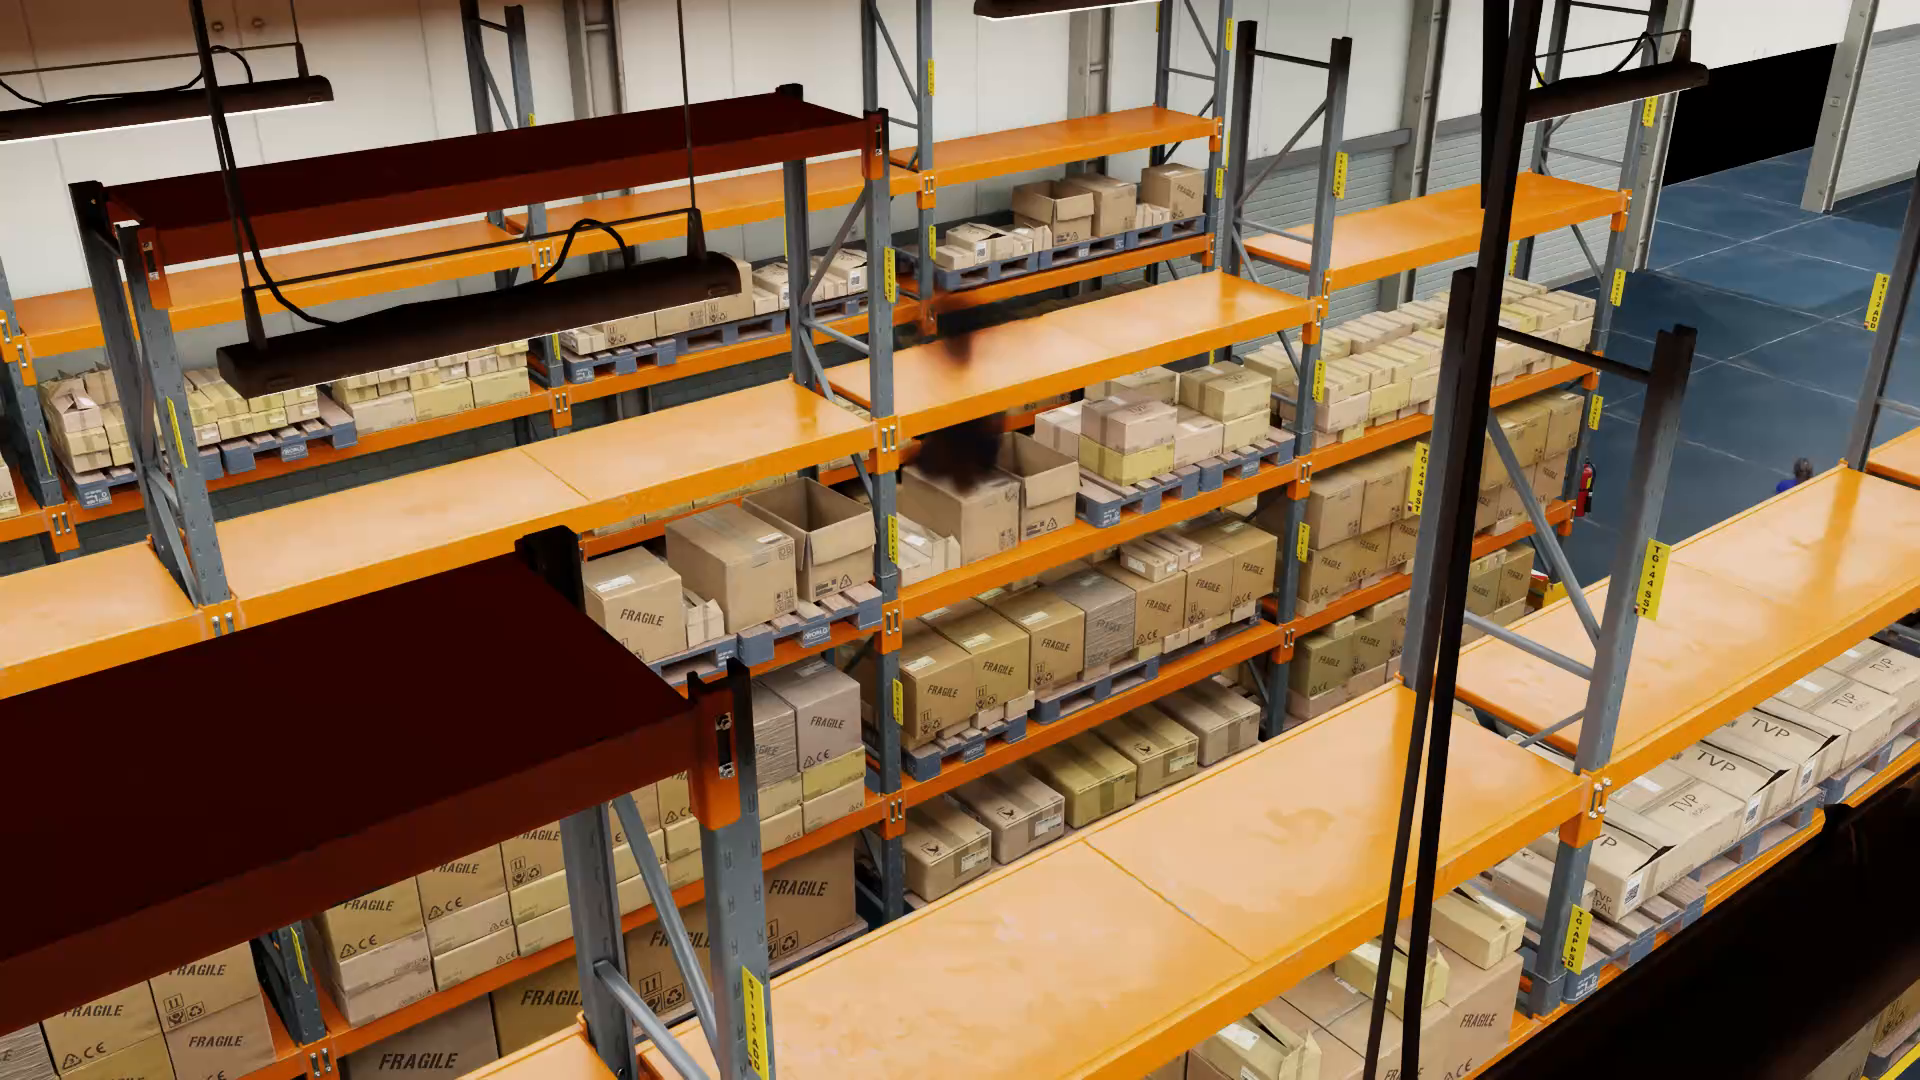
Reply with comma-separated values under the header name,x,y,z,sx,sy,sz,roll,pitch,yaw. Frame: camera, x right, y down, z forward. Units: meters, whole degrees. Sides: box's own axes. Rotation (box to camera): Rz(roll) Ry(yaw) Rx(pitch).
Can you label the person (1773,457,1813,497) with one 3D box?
name,x,y,z,sx,sy,sz,roll,pitch,yaw
person,8.103,-0.005,16.230,0.433,1.648,0.555,-20,32,-34
